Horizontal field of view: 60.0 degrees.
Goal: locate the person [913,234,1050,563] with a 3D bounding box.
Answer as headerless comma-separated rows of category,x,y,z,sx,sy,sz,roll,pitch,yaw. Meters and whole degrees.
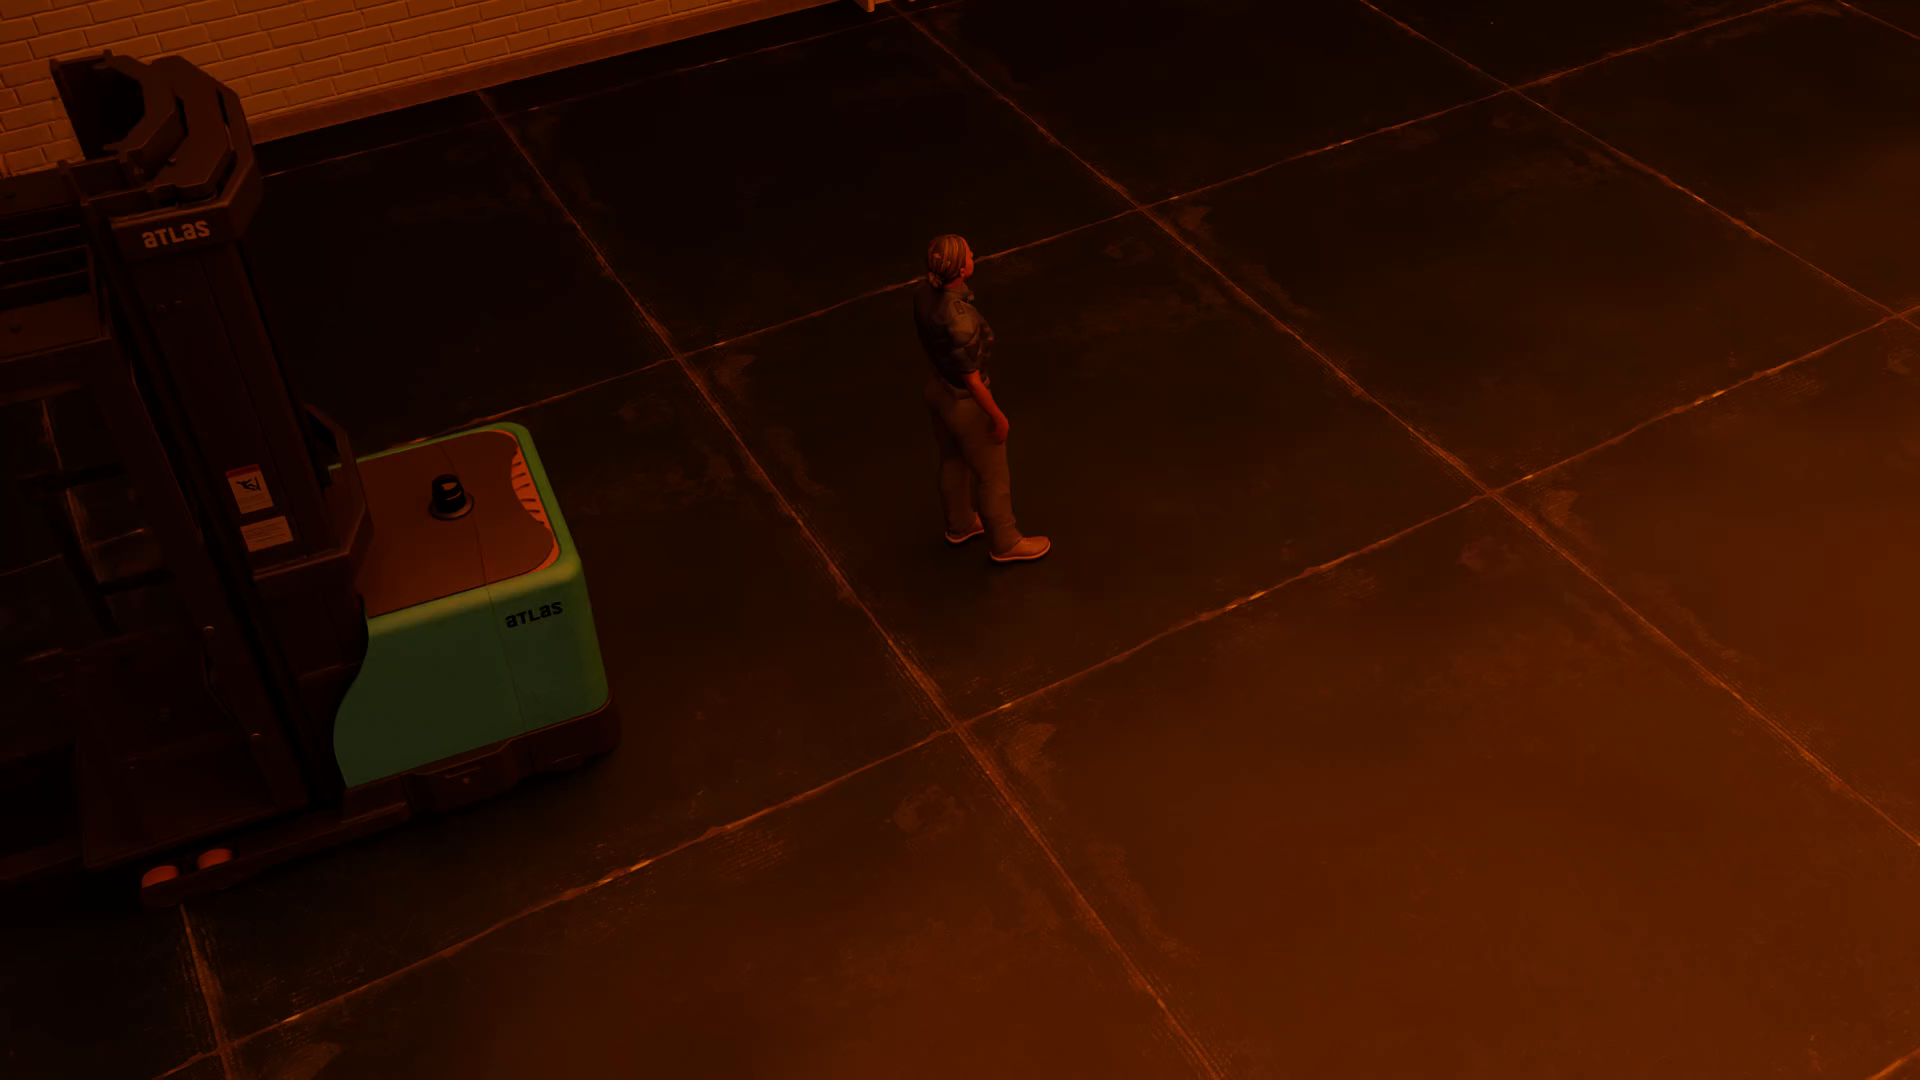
person,0.086,-0.621,7.313,0.503,1.631,0.569,-21,47,-21

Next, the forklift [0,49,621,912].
forklift,-2.968,-0.087,5.791,3.031,2.935,1.130,-17,45,-17
